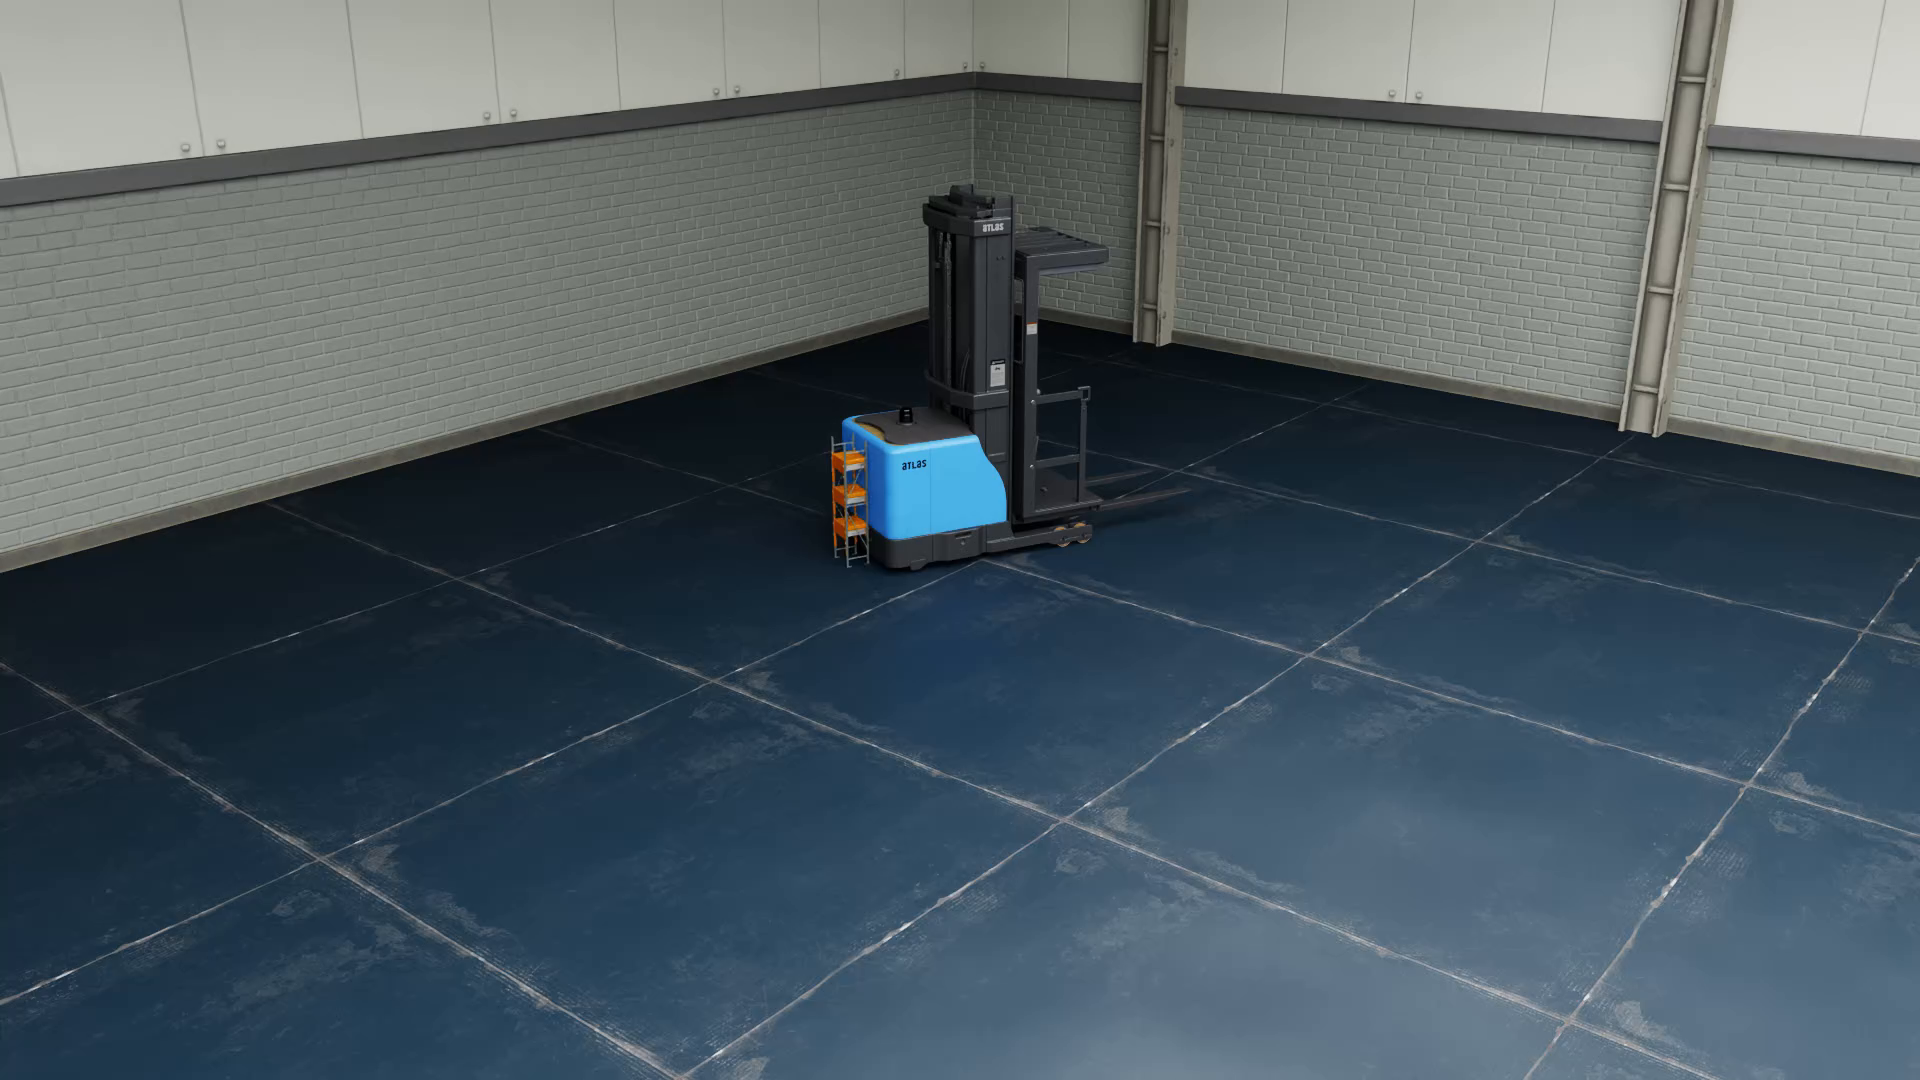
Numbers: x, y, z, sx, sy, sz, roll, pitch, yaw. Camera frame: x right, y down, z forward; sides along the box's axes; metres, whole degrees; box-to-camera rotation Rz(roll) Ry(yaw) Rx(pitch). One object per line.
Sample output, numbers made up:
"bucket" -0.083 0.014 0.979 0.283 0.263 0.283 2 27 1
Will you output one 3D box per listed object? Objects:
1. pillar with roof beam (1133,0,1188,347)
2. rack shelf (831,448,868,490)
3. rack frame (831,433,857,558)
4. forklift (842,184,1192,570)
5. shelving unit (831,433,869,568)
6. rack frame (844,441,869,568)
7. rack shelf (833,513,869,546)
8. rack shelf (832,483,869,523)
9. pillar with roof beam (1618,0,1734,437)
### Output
"pillar with roof beam" -0.325 -5.503 16.011 0.400 9.000 9.100 16 26 36
"rack shelf" -0.892 -0.575 13.433 0.215 0.259 0.240 -10 23 -26
"rack frame" -0.949 -0.357 13.630 0.200 1.050 0.008 -10 23 -26
"forklift" 0.556 -1.470 13.916 3.031 2.935 1.130 -10 23 -25
"shelving unit" -0.892 -0.319 13.529 0.215 1.050 0.252 -10 23 -26
"rack frame" -0.835 -0.281 13.428 0.200 1.050 0.008 -10 23 -26
"rack shelf" -0.892 -0.049 13.631 0.215 0.259 0.240 -10 23 -26
"rack shelf" -0.892 -0.309 13.533 0.215 0.259 0.240 -10 23 -26
"pillar with roof beam" 4.324 -4.165 12.461 0.400 9.000 9.100 16 26 36
